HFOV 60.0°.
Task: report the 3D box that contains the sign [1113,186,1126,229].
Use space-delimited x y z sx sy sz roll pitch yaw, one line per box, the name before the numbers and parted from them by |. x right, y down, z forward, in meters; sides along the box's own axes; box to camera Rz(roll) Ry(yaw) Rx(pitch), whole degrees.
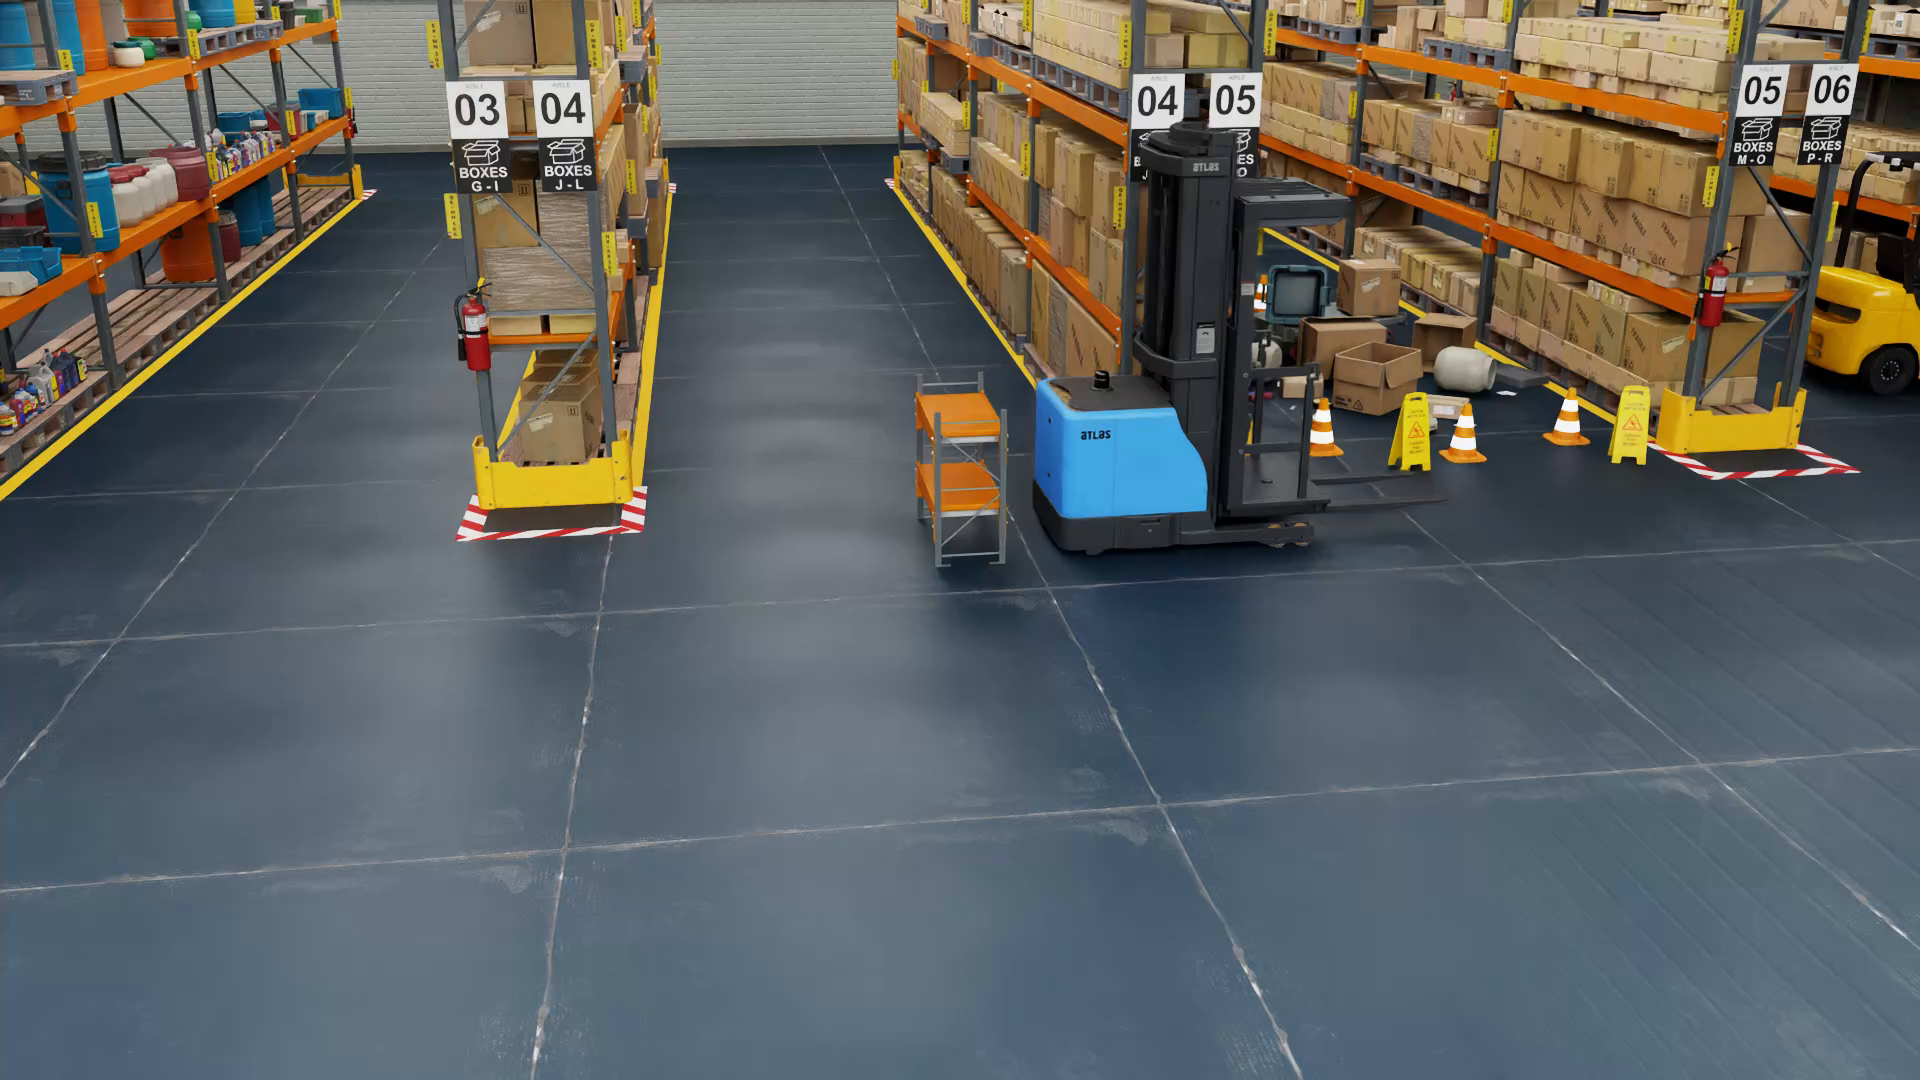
sign | 1.228 -2.547 12.755 0.100 0.325 0.005 -3 21 -8

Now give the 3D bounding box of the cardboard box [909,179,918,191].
cardboard box | -0.610 -5.679 26.609 0.380 0.149 0.250 -4 21 -10

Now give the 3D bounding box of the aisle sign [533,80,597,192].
aisle sign | -2.850 -2.913 12.012 0.394 0.787 0.004 -3 21 -8

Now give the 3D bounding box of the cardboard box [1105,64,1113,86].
cardboard box | 1.348 -3.633 12.984 0.380 0.149 0.250 -3 21 -7

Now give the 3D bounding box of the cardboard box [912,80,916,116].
cardboard box | -0.456 -6.763 25.467 0.500 0.500 0.500 -3 21 -8

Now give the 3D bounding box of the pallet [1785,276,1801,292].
pallet | 10.661 -3.208 20.503 1.003 0.211 1.213 -3 21 -8

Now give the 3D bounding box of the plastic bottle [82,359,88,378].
plastic bottle | -8.273 -1.622 15.641 0.097 0.201 0.097 0 20 0

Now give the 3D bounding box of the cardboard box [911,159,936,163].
cardboard box | -0.583 -6.036 26.714 0.380 0.149 0.250 -2 21 -6

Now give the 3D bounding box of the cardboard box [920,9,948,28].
cardboard box | -0.301 -7.562 24.104 0.500 0.250 0.500 -2 21 -6

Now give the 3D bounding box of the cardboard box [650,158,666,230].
cardboard box | -4.773 -4.837 23.315 1.225 0.875 0.875 -3 21 -8

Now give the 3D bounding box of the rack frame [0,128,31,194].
rack frame | -15.266 -6.742 25.981 1.000 3.000 0.127 -3 21 -8

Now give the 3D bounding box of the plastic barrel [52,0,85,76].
plastic barrel | -9.110 -5.094 16.565 0.600 0.901 0.708 -3 21 -8

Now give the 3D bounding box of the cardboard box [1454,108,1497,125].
cardboard box | 5.672 -4.659 18.308 0.380 0.149 0.250 -4 21 -9

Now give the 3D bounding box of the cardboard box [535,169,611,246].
cardboard box | -2.965 -2.560 12.786 0.500 0.500 0.500 -3 21 -8

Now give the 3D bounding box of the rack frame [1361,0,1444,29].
rack frame | 5.498 -7.781 20.188 1.000 3.000 0.127 -3 21 -8

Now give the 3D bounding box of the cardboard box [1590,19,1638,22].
cardboard box | 6.449 -5.062 16.414 0.380 0.149 0.250 -3 21 -9

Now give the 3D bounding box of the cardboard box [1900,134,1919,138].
cardboard box | 11.068 -4.590 19.149 0.380 0.149 0.250 -3 21 -8

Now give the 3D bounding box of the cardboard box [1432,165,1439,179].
cardboard box | 5.594 -4.183 18.888 0.380 0.149 0.250 -3 21 -8

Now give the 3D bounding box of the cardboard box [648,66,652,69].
cardboard box | -4.845 -6.806 24.869 0.500 0.500 0.500 -4 21 -9

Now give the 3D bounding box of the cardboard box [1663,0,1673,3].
cardboard box | 9.879 -7.437 22.773 0.380 0.149 0.250 -3 21 -8

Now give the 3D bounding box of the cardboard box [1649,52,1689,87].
cardboard box | 6.252 -4.014 14.178 0.500 0.250 0.500 -3 21 -8

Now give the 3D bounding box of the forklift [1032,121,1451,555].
forklift | 2.119 -1.495 12.029 3.031 2.935 1.130 -4 21 -9

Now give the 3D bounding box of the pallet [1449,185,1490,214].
pallet | 6.108 -3.768 18.292 1.003 0.211 1.213 -3 21 -8

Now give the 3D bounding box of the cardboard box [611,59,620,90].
cardboard box | -3.408 -4.276 15.306 0.500 0.250 0.500 -2 21 -6

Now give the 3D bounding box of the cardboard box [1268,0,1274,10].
cardboard box | 4.647 -7.704 23.860 0.396 0.266 0.258 -3 21 -8

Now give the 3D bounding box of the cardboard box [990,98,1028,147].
cardboard box | 0.743 -4.870 19.397 0.700 0.500 0.500 -3 21 -9

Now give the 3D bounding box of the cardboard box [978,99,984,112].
cardboard box | 0.433 -5.941 22.744 0.380 0.149 0.250 -4 21 -10

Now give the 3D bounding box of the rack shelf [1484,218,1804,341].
rack shelf | 6.362 -2.556 15.802 1.077 0.370 4.000 -3 21 -8

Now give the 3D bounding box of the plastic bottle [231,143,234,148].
plastic bottle | -9.353 -4.985 21.460 0.097 0.271 0.097 0 20 0

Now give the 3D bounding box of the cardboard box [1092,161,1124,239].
cardboard box | 1.581 -2.809 13.691 0.875 0.550 0.550 -3 21 -8

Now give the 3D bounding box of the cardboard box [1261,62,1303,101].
cardboard box | 4.700 -6.704 24.307 0.500 0.500 0.500 -3 21 -7

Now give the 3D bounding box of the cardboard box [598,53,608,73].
cardboard box | -3.204 -4.054 14.140 0.380 0.149 0.250 -2 21 -5

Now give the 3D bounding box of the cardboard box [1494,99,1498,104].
cardboard box | 9.168 -7.298 27.829 0.380 0.149 0.250 -4 21 -9

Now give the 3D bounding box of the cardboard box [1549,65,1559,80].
cardboard box | 6.004 -4.579 16.262 0.380 0.149 0.250 -3 21 -8

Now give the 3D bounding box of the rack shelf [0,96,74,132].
rack shelf | -8.345 -3.212 13.270 1.077 0.370 4.000 -3 21 -8

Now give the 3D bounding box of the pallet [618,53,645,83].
pallet | -3.716 -4.622 16.286 1.213 0.211 1.003 -3 21 -8

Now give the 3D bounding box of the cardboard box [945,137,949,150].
cardboard box | 0.016 -5.088 21.310 0.380 0.149 0.250 -3 21 -7

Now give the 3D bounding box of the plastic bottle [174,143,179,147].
plastic bottle | -9.883 -4.880 21.065 0.144 0.351 0.185 -3 21 -8

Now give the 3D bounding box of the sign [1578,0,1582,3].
sign | 9.296 -8.225 24.924 0.100 0.325 0.005 -3 21 -8

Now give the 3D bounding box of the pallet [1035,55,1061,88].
pallet | 1.298 -4.381 15.499 1.003 0.211 1.213 -3 21 -8

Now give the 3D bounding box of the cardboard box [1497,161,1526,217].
cardboard box | 5.862 -3.606 17.015 0.500 0.500 0.500 -3 21 -8

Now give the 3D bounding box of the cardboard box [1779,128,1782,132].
cardboard box | 10.316 -5.178 20.723 0.380 0.149 0.250 -3 21 -7

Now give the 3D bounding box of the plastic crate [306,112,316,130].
plastic crate | -9.814 -6.243 24.797 0.416 0.233 0.300 -3 21 -8

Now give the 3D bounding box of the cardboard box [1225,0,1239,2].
cardboard box | 4.487 -8.731 26.132 0.500 0.500 0.500 -3 21 -7

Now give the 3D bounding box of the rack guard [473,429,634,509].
rack guard | -3.167 -0.556 12.991 1.175 0.500 0.348 -3 21 -8

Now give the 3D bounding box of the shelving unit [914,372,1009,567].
shelving unit | -0.001 -0.529 12.026 0.538 1.125 1.048 -3 21 -8

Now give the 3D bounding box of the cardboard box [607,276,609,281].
cardboard box | -3.148 -2.127 13.982 0.380 0.149 0.250 -3 21 -8

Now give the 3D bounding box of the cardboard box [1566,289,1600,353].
cardboard box | 6.133 -2.081 15.758 0.500 0.500 0.500 -3 21 -9

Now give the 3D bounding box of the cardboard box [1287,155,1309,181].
cardboard box | 5.227 -5.034 23.844 0.875 0.875 0.875 -2 21 -6

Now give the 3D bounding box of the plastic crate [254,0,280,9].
plastic crate | -10.415 -7.824 24.680 0.504 0.338 0.767 -3 21 -8

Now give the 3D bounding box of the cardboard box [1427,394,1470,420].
cardboard box | 4.463 -1.217 15.262 0.380 0.149 0.250 8 22 20

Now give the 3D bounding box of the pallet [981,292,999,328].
pallet | 0.825 -2.682 19.094 1.003 0.211 1.213 -3 21 -8

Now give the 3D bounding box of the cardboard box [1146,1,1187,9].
cardboard box | 1.778 -4.569 14.353 0.380 0.149 0.250 -3 21 -7

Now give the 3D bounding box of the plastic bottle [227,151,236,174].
plastic bottle | -9.076 -4.689 20.666 0.097 0.271 0.097 0 20 0

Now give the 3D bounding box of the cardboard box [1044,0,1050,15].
cardboard box | 0.981 -4.887 15.202 0.380 0.149 0.250 -3 21 -8
